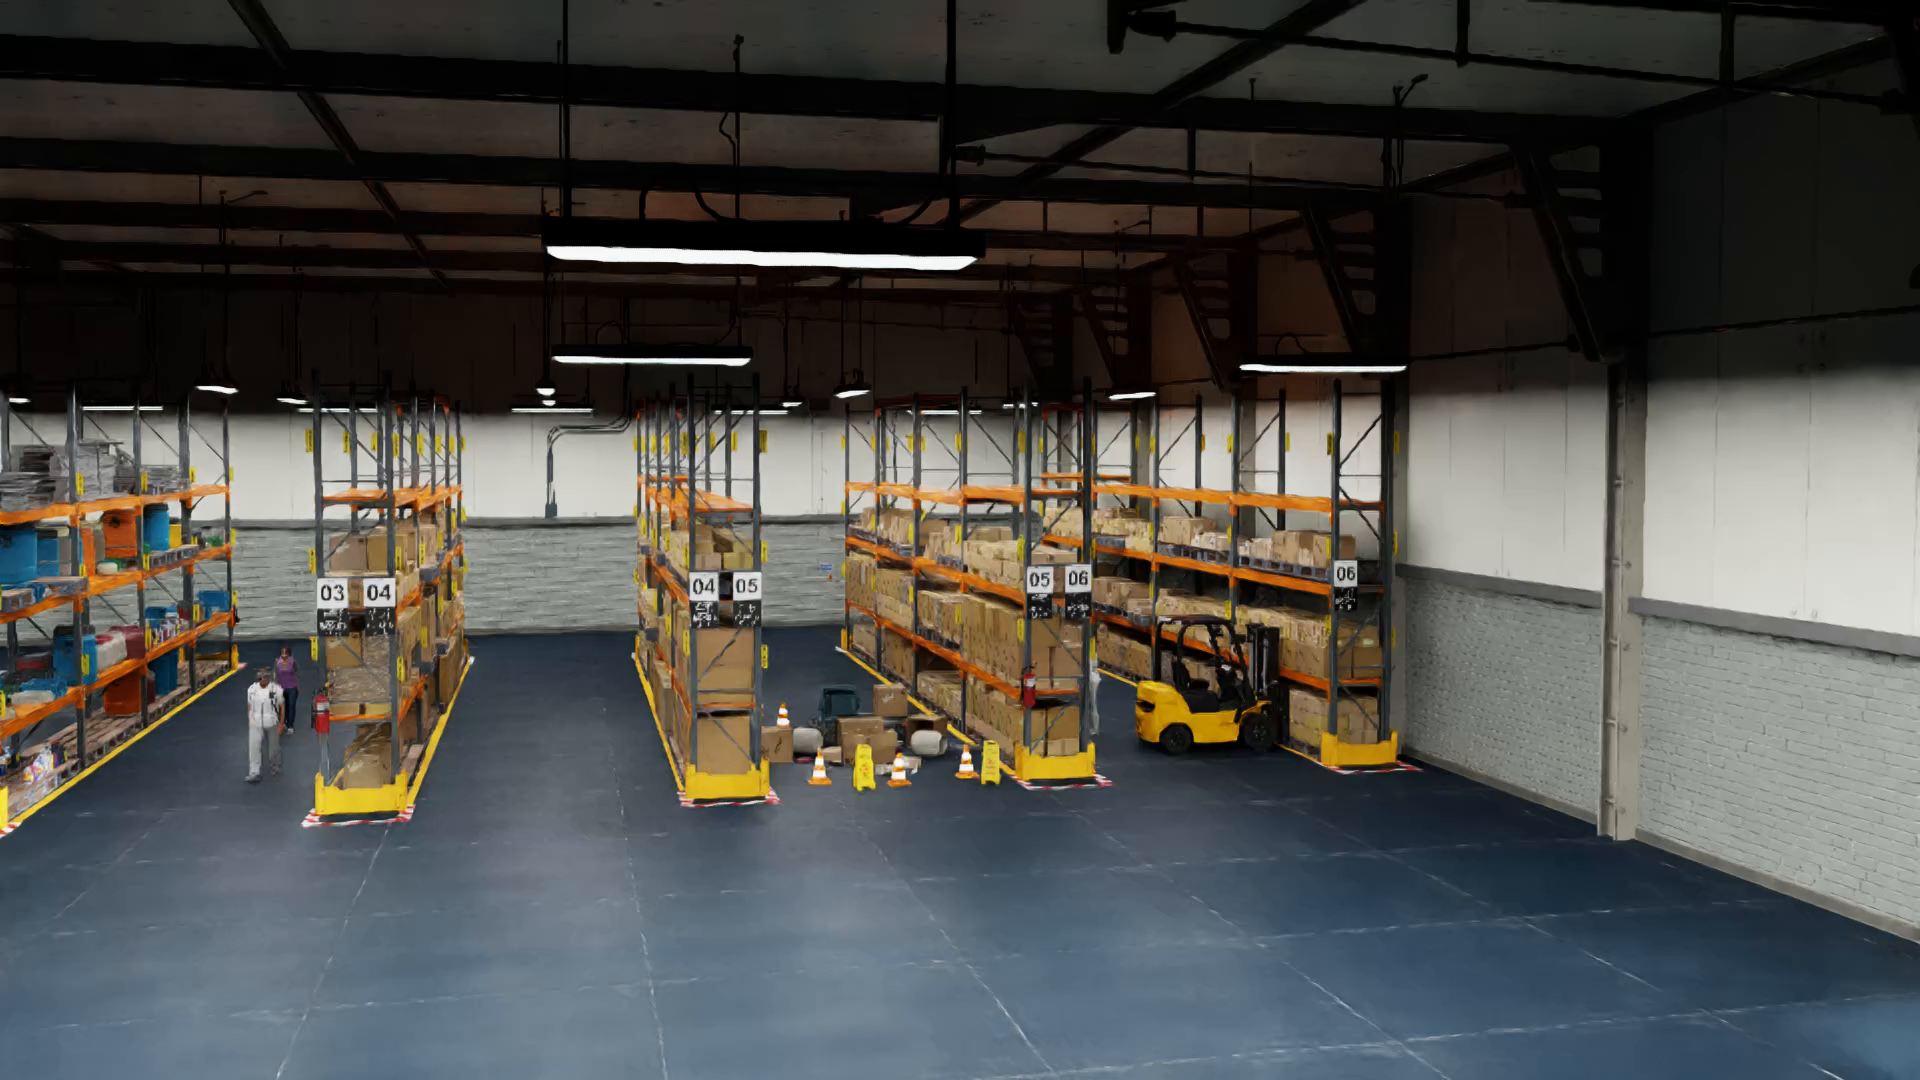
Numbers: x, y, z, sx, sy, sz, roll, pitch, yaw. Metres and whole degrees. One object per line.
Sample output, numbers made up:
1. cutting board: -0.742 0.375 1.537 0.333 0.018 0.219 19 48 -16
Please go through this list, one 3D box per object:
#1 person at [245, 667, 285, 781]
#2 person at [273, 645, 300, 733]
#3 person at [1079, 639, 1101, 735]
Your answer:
1. person: -10.373 2.712 24.858 0.540 1.673 1.130 -1 3 -16
2. person: -11.707 2.561 28.888 0.414 1.517 1.036 -1 3 -11
3. person: 2.202 2.500 28.691 0.454 1.675 0.525 1 3 18
